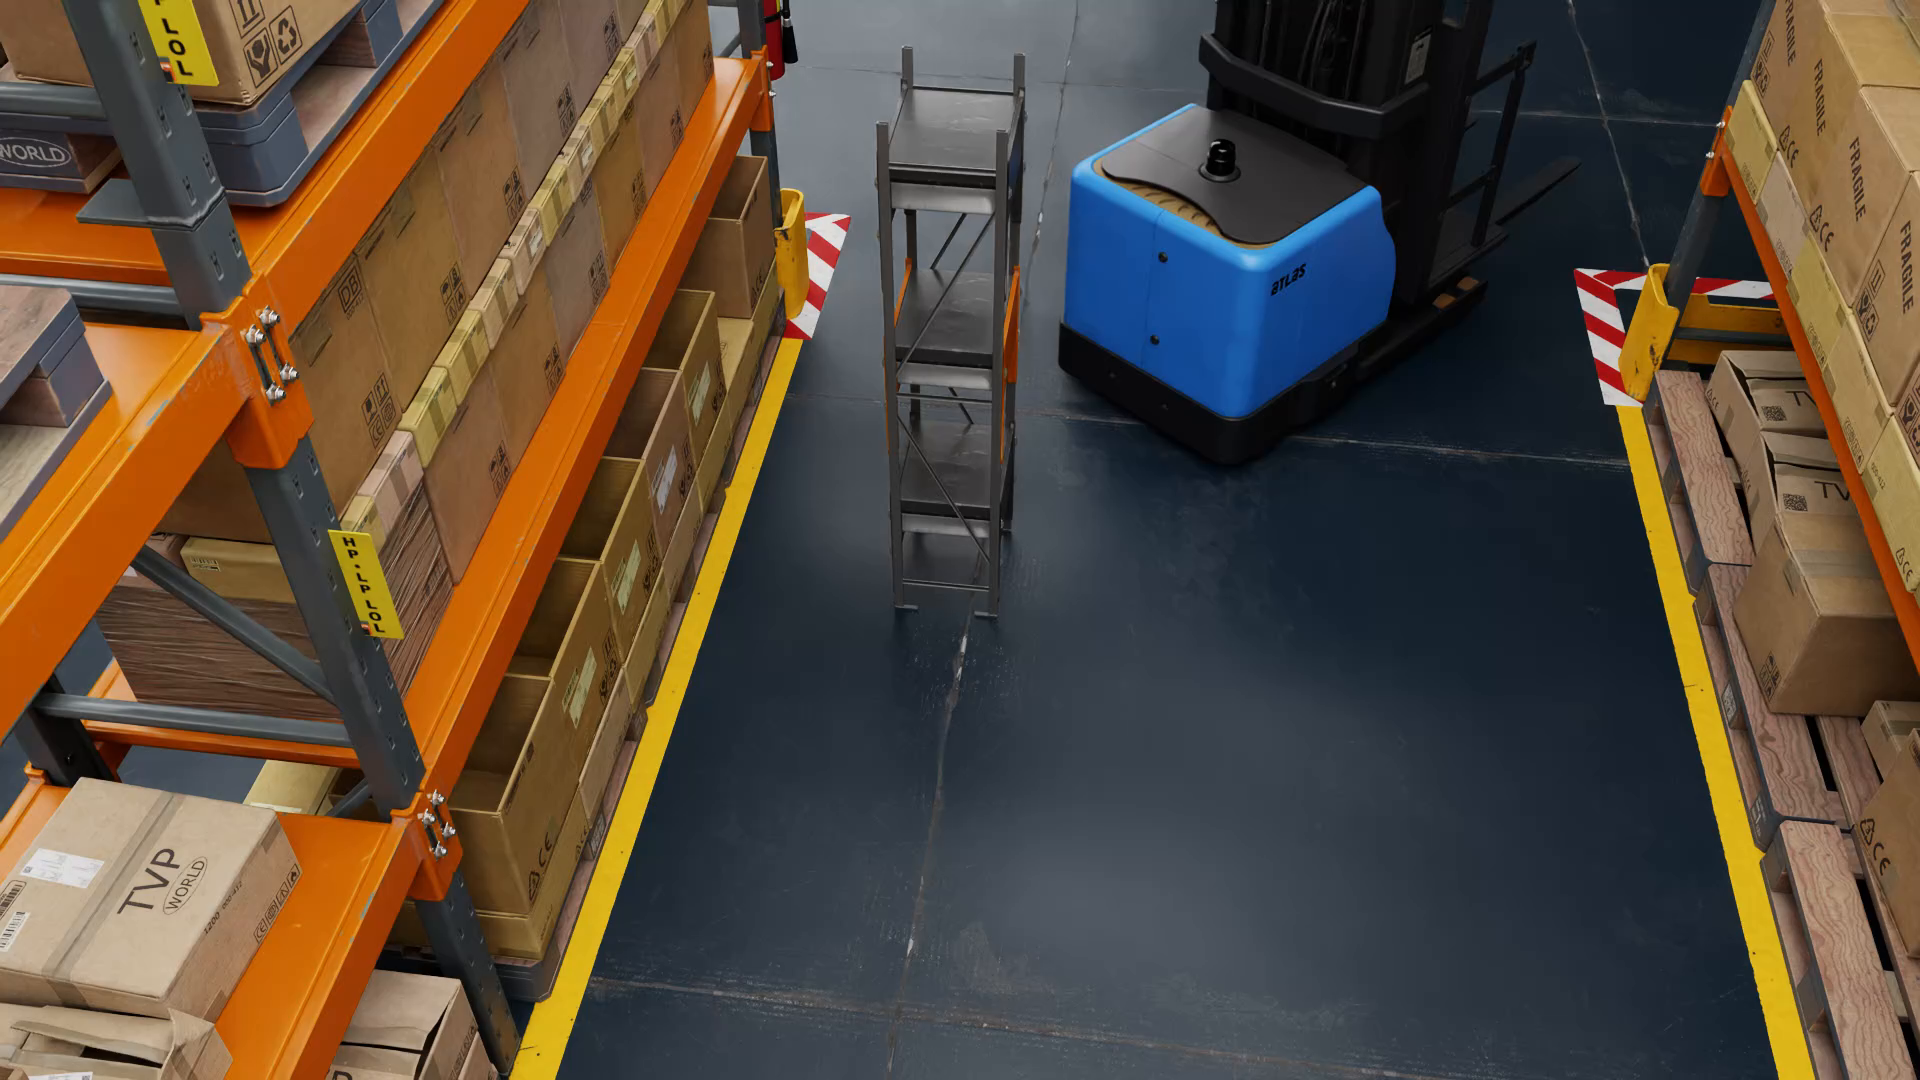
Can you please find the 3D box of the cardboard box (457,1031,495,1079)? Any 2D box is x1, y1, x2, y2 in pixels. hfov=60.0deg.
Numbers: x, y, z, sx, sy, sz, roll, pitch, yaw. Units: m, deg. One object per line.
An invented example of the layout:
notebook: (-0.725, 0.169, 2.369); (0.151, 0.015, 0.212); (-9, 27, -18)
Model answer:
cardboard box: (-1.620, 1.606, 4.567); (0.500, 0.250, 0.500); (5, 44, 5)

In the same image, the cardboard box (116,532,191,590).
cardboard box: (-2.029, -0.026, 4.051); (0.380, 0.149, 0.250); (5, 44, 5)

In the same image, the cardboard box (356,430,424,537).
cardboard box: (-1.592, -0.158, 4.191); (0.380, 0.149, 0.250); (6, 44, 6)

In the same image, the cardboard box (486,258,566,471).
cardboard box: (-1.667, -0.590, 5.119); (0.700, 0.500, 0.500); (6, 44, 6)

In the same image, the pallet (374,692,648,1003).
pallet: (-1.706, 0.925, 5.620); (1.003, 0.211, 1.213); (5, 44, 6)

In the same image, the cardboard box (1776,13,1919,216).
cardboard box: (3.150, -1.419, 5.616); (0.500, 0.500, 0.500); (5, 44, 6)

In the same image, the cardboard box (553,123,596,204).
cardboard box: (-1.389, -1.212, 5.304); (0.380, 0.149, 0.250); (5, 44, 5)

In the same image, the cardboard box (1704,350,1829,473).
cardboard box: (3.406, -0.548, 6.782); (0.500, 0.311, 0.500); (1, 43, 1)

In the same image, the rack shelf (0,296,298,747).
rack shelf: (-2.117, 0.986, 1.869); (1.077, 0.370, 4.000); (5, 44, 6)

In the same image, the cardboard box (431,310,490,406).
cardboard box: (-1.527, -0.513, 4.565); (0.380, 0.149, 0.250); (5, 44, 5)

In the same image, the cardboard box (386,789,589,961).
cardboard box: (-1.491, 1.008, 5.198); (0.500, 0.250, 0.500); (5, 44, 6)

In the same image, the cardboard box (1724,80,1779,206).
cardboard box: (3.208, -1.477, 6.223); (0.500, 0.250, 0.500); (4, 44, 4)

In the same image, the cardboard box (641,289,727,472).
cardboard box: (-1.218, -0.626, 6.379); (0.500, 0.500, 0.500); (5, 44, 6)

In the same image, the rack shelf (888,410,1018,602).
rack shelf: (-0.022, -0.131, 6.400); (0.431, 0.518, 0.480); (5, 44, 6)

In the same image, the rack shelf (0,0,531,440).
rack shelf: (-1.588, -1.740, 4.748); (1.077, 0.370, 4.000); (5, 44, 6)

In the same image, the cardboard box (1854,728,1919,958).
cardboard box: (3.156, 0.935, 5.079); (0.500, 0.500, 0.500); (2, 43, 2)

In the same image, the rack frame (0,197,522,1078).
rack frame: (-1.853, 0.451, 4.092); (1.000, 3.000, 0.127); (5, 44, 6)

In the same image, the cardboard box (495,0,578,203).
cardboard box: (-1.601, -1.386, 5.016); (0.700, 0.500, 0.500); (5, 44, 6)

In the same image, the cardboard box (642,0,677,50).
cardboard box: (-1.253, -1.917, 6.048); (0.380, 0.149, 0.250); (5, 44, 5)

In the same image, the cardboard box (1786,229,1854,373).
cardboard box: (3.080, -0.775, 5.481); (0.500, 0.250, 0.500); (5, 44, 5)

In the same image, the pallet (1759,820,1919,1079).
pallet: (3.112, 1.450, 5.065); (1.003, 0.211, 1.213); (5, 44, 6)

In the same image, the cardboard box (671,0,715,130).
cardboard box: (-1.398, -1.995, 6.602); (0.700, 0.500, 0.500); (5, 44, 6)

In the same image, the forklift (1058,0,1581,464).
forklift: (1.850, -2.282, 7.028); (3.031, 2.935, 1.130); (-34, 53, -30)

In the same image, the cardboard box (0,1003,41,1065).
cardboard box: (-2.173, 1.127, 3.561); (0.380, 0.149, 0.250); (5, 44, 6)

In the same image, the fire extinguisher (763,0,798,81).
fire extinguisher: (-0.848, -2.286, 7.039); (0.296, 0.674, 0.183); (5, 44, 6)

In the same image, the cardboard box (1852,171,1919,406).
cardboard box: (3.020, -0.714, 4.872); (0.500, 0.500, 0.500); (6, 44, 7)

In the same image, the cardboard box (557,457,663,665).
cardboard box: (-1.349, 0.055, 5.659); (0.500, 0.500, 0.500); (5, 44, 6)

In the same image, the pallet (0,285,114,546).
pallet: (-1.957, 0.033, 2.491); (0.805, 0.209, 1.217); (4, 44, 4)

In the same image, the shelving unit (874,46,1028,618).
shelving unit: (-0.022, -0.650, 5.909); (0.431, 2.100, 0.503); (5, 44, 6)

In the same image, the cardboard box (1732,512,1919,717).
cardboard box: (3.184, 0.268, 5.784); (0.700, 0.500, 0.500); (3, 44, 3)

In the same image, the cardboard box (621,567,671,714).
cardboard box: (-1.349, 0.327, 5.917); (0.500, 0.250, 0.500); (5, 44, 6)

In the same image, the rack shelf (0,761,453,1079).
rack shelf: (-2.117, 2.075, 2.900); (1.077, 0.370, 4.000); (5, 44, 6)

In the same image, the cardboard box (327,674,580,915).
cardboard box: (-1.481, 0.737, 4.939); (0.500, 0.500, 0.500); (5, 44, 6)

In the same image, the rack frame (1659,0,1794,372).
rack frame: (3.587, -1.828, 6.499); (1.000, 3.000, 0.127); (5, 44, 6)

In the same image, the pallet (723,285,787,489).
pallet: (-1.384, -0.738, 7.376); (1.003, 0.211, 1.213); (5, 44, 6)

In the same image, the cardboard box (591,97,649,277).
cardboard box: (-1.534, -1.299, 5.867); (0.700, 0.500, 0.500); (6, 44, 6)

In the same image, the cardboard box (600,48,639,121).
cardboard box: (-1.322, -1.567, 5.678); (0.380, 0.149, 0.250); (6, 44, 7)

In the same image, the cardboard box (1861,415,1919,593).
cardboard box: (2.945, -0.088, 4.756); (0.500, 0.250, 0.500); (5, 44, 5)

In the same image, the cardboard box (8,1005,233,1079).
cardboard box: (-1.787, 1.115, 3.488); (0.396, 0.266, 0.258); (4, 44, 4)

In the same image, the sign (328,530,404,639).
sign: (-1.314, 0.102, 3.676); (0.100, 0.325, 0.005); (5, 44, 6)

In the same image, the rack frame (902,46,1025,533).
rack frame: (0.010, -0.816, 6.085); (0.400, 2.100, 0.015); (5, 44, 6)

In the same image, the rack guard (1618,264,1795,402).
rack guard: (3.577, -0.868, 7.303); (1.175, 0.500, 0.348); (5, 44, 6)

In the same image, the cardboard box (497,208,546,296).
cardboard box: (-1.459, -0.865, 4.938); (0.380, 0.149, 0.250); (4, 44, 4)

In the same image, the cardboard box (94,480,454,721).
cardboard box: (-1.800, 0.111, 4.378); (0.700, 0.500, 0.500); (4, 44, 4)

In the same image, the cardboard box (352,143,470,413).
cardboard box: (-1.735, -0.704, 4.296); (0.700, 0.500, 0.500); (5, 44, 5)

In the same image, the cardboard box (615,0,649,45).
cardboard box: (-1.469, -2.071, 5.739); (0.700, 0.500, 0.500); (4, 44, 4)

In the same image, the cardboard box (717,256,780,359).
cardboard box: (-1.102, -1.037, 7.358); (0.500, 0.250, 0.500); (5, 44, 6)

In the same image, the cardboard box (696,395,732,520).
cardboard box: (-1.221, -0.354, 6.637); (0.500, 0.250, 0.500); (5, 44, 6)
